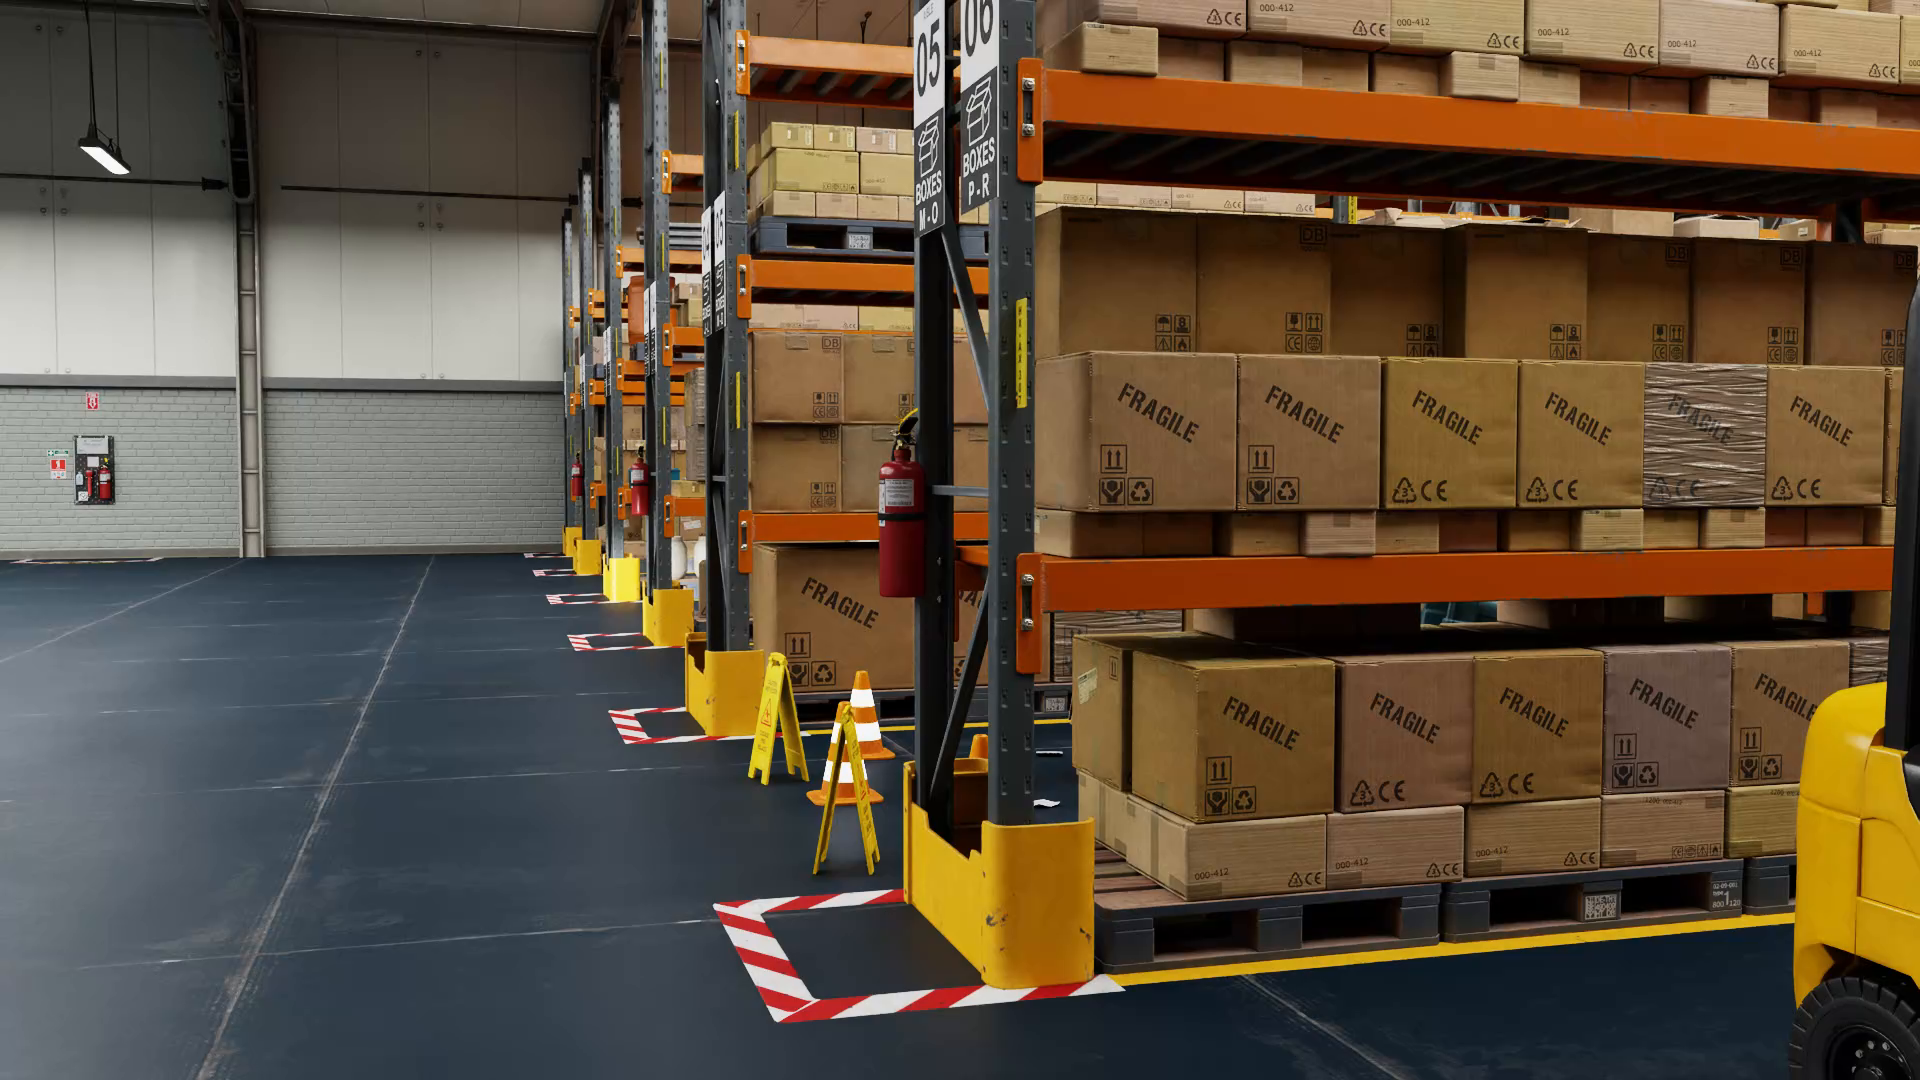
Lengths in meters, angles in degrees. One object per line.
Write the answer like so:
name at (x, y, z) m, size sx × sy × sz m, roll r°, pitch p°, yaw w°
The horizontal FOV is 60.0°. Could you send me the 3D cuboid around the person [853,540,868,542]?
person at (-0.961, 0.417, 18.170) m, size 0.526 × 0.860 × 0.954 m, roll -1°, pitch 3°, yaw -17°
